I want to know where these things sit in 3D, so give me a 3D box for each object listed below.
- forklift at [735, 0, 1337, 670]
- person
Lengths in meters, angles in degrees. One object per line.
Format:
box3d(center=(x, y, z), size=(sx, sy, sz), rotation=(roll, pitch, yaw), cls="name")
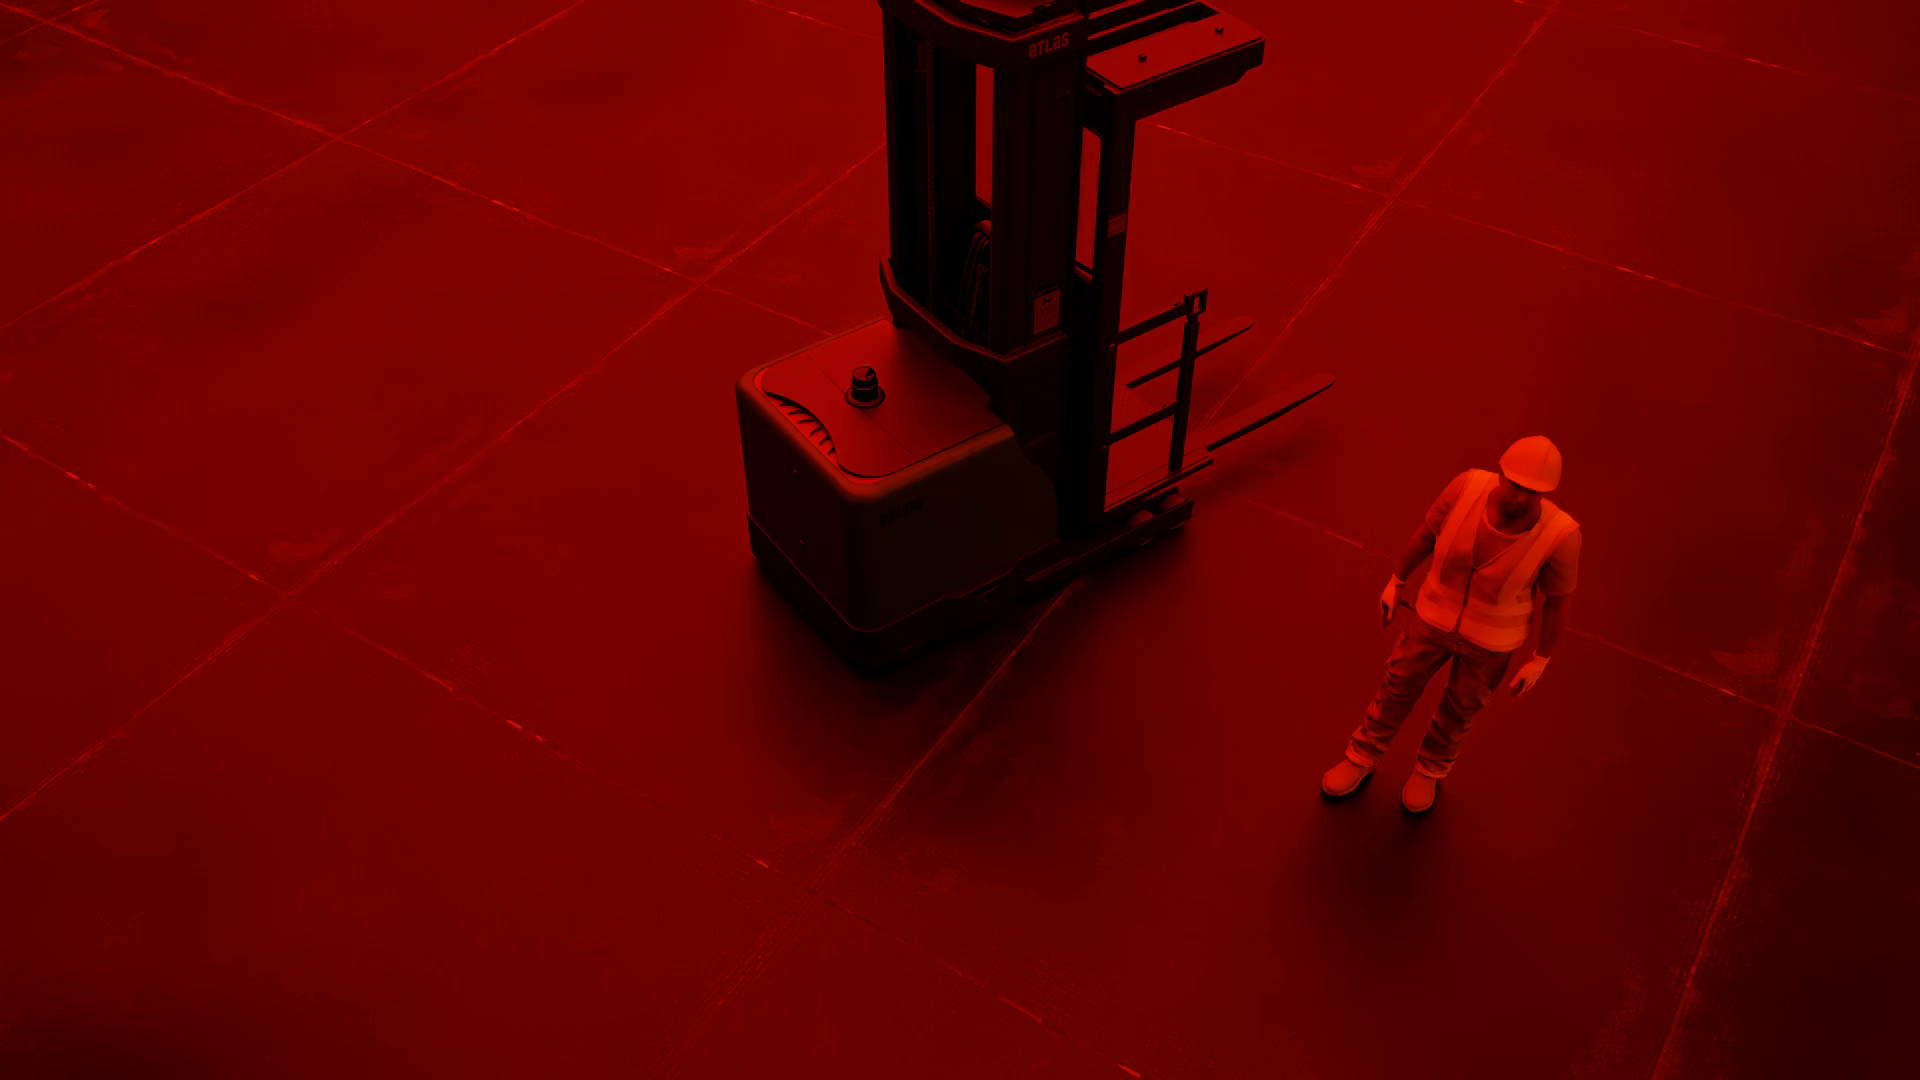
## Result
box3d(center=(0.509, -1.313, 7.233), size=(3.031, 2.935, 1.130), rotation=(-26, 49, -25), cls="forklift")
box3d(center=(1.886, 0.363, 6.289), size=(0.657, 1.784, 0.577), rotation=(27, 50, 25), cls="person")
